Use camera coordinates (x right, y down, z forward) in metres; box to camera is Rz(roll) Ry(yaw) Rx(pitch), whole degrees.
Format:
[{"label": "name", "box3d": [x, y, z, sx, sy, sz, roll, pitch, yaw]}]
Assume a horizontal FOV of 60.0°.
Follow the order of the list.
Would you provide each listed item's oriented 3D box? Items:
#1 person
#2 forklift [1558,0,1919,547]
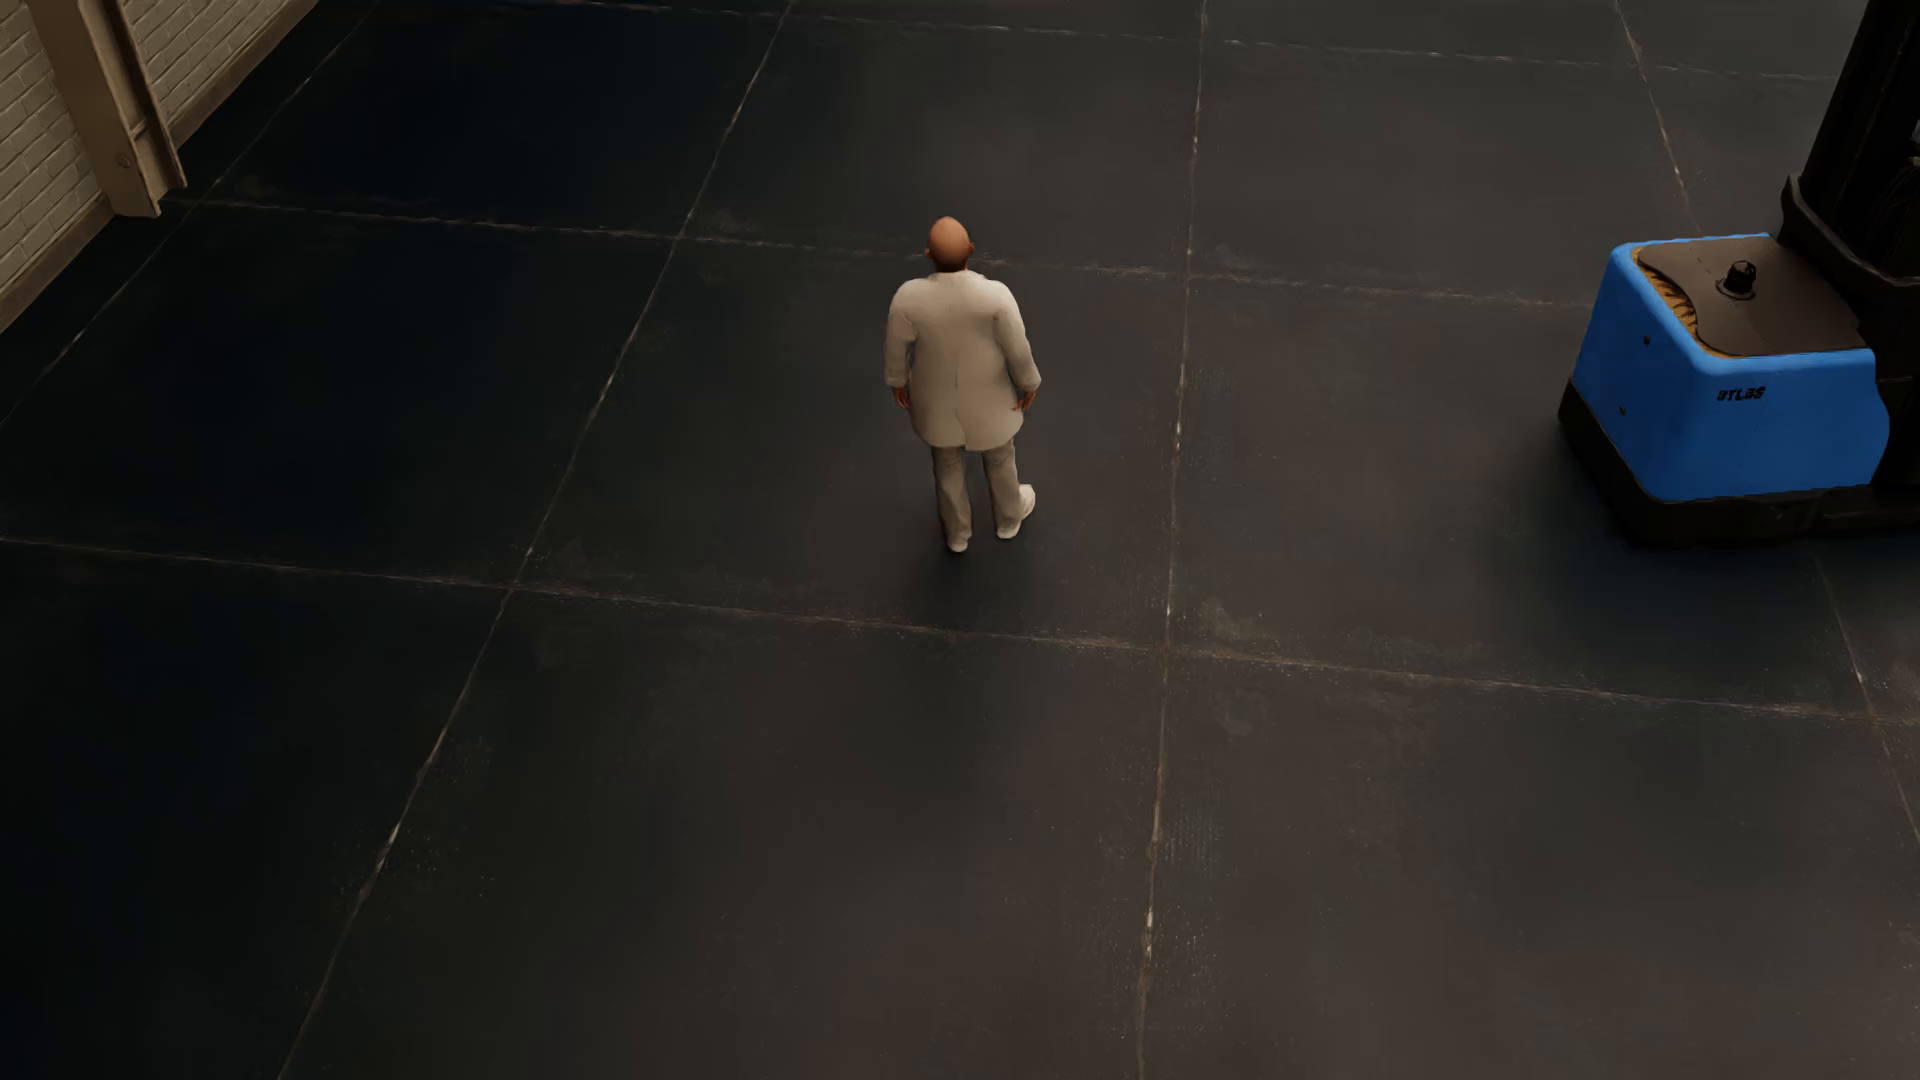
[{"label": "person", "box3d": [0.017, -0.720, 7.351, 0.694, 1.776, 0.579, 5, 43, 6]}, {"label": "forklift", "box3d": [4.601, -1.490, 7.346, 3.031, 2.935, 1.130, -5, 43, -5]}]
